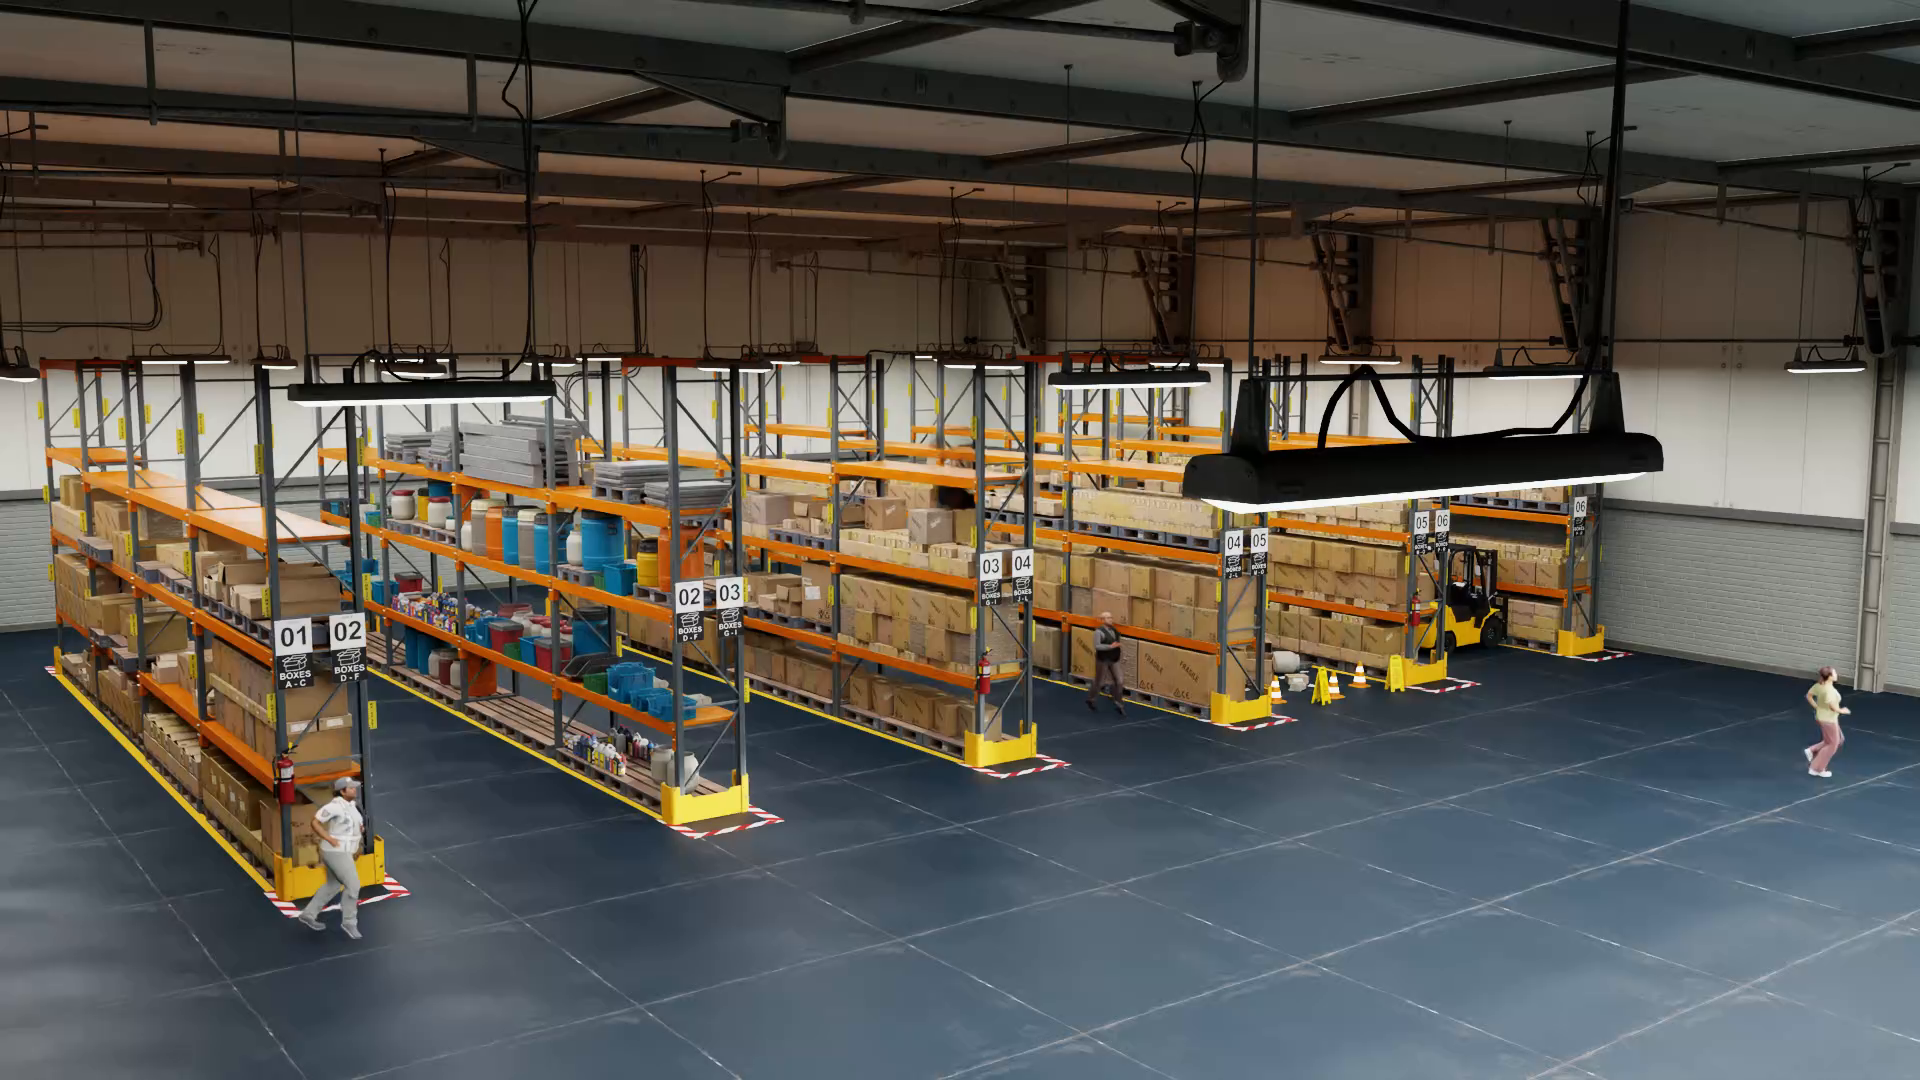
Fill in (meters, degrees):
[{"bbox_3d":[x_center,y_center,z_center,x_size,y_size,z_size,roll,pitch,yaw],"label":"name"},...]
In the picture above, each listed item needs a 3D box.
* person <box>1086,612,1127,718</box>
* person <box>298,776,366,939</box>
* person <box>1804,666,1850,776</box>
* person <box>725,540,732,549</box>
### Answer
[{"bbox_3d":[2.488,2.092,28.145,0.635,1.767,0.840,-5,8,-35],"label":"person"},{"bbox_3d":[-6.737,3.405,17.880,0.717,1.713,0.669,-1,7,-4],"label":"person"},{"bbox_3d":[12.623,2.628,24.172,0.539,1.631,0.574,1,7,7],"label":"person"},{"bbox_3d":[-5.965,0.500,41.446,0.864,1.721,0.730,-2,7,-17],"label":"person"}]
